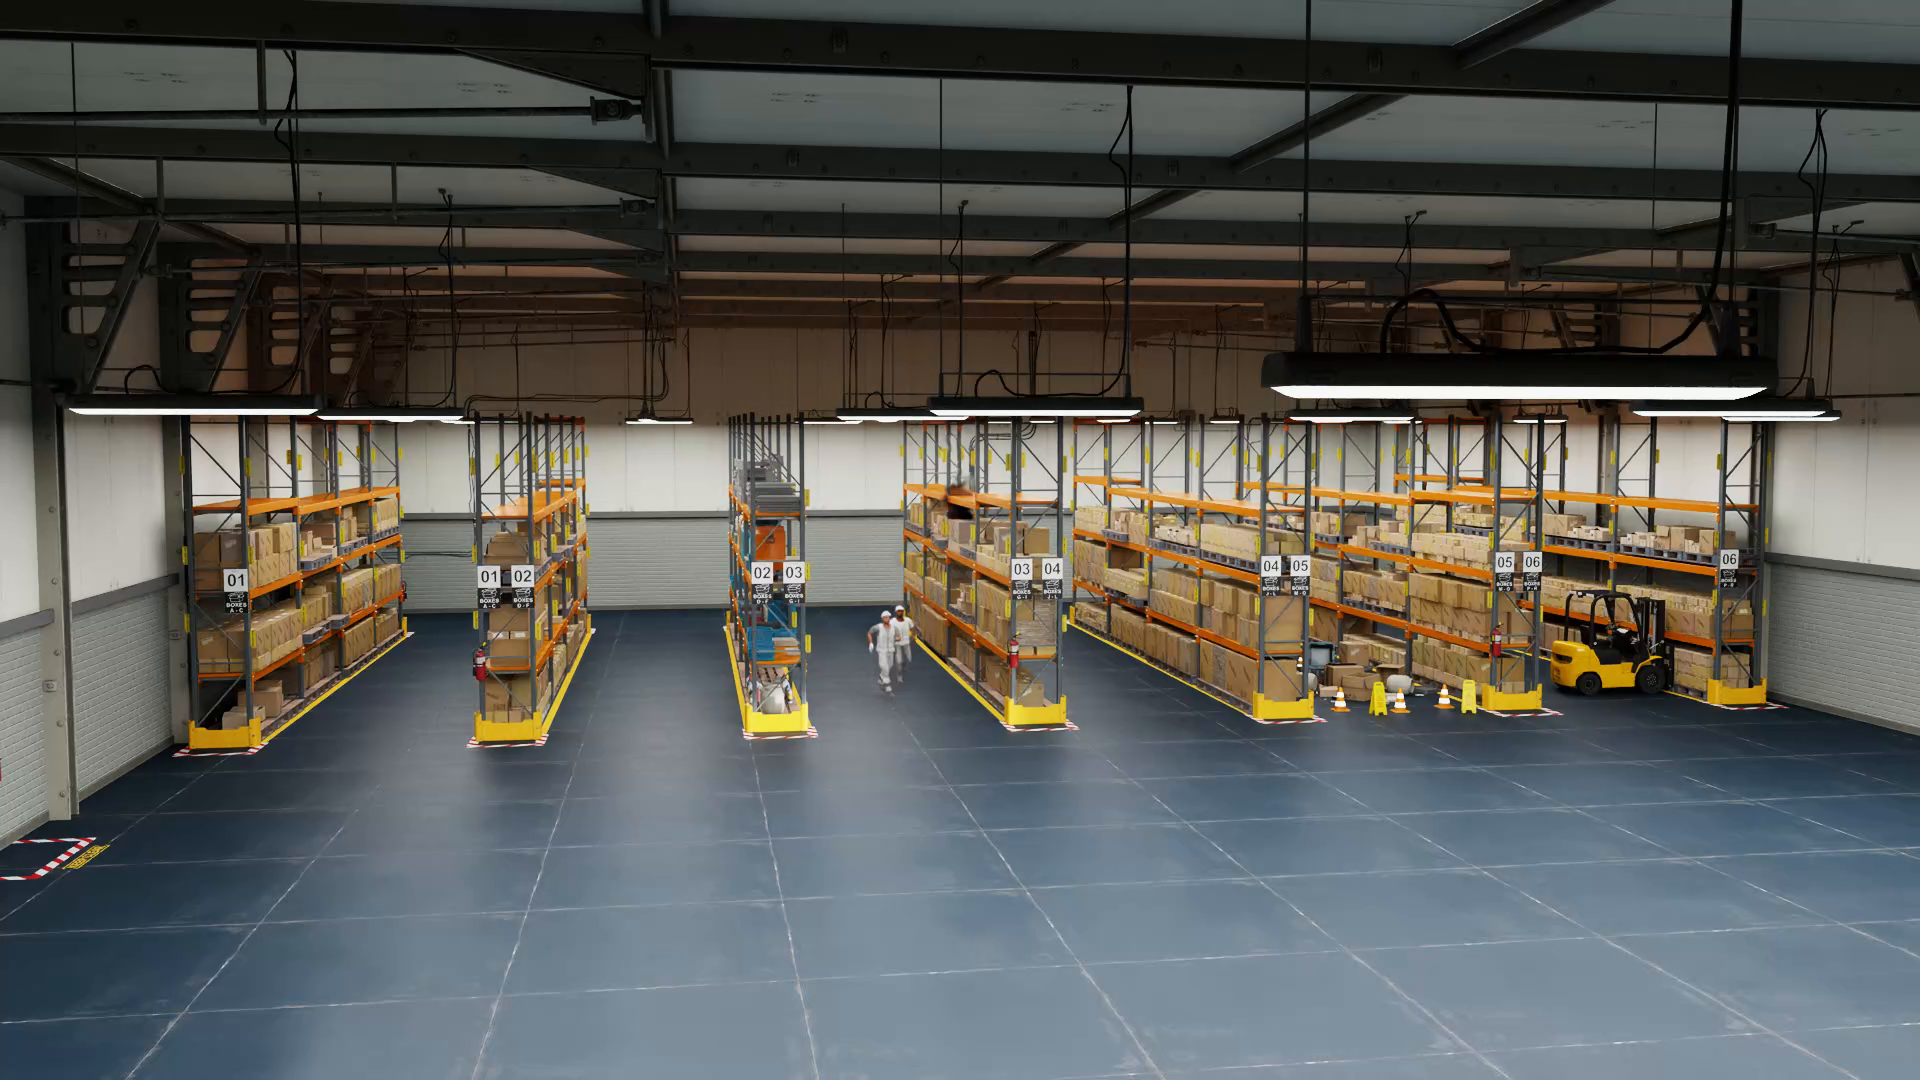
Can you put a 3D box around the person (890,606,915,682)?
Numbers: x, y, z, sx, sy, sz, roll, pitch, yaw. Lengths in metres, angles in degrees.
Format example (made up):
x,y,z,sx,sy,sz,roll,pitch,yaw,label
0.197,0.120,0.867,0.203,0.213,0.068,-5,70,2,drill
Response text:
x,y,z,sx,sy,sz,roll,pitch,yaw,label
-1.322,2.325,37.201,0.770,1.721,0.526,-1,4,-19,person

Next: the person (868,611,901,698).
x,y,z,sx,sy,sz,roll,pitch,yaw,label
-1.583,2.393,35.308,0.661,1.791,0.982,-2,4,-27,person

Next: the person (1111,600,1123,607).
x,y,z,sx,sy,sz,roll,pitch,yaw,label
4.645,1.504,49.450,0.548,1.733,0.789,3,5,40,person
